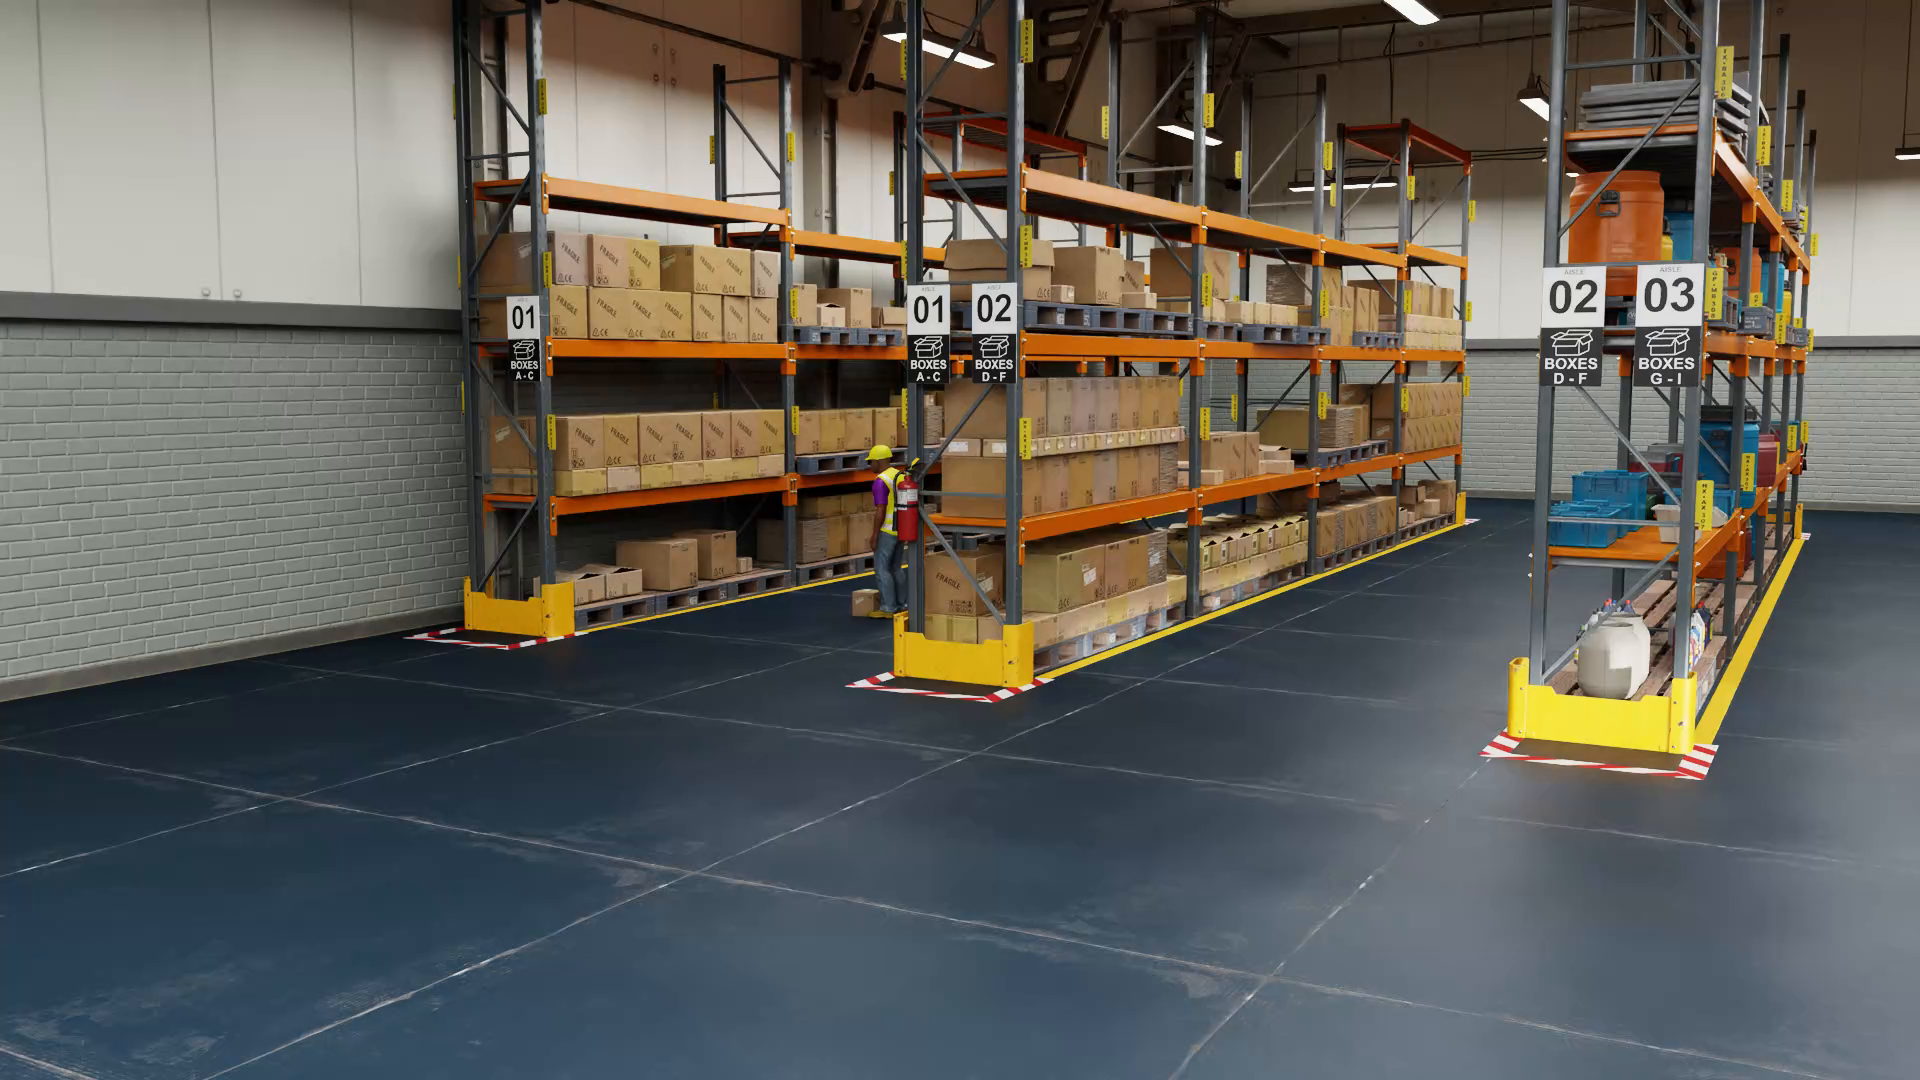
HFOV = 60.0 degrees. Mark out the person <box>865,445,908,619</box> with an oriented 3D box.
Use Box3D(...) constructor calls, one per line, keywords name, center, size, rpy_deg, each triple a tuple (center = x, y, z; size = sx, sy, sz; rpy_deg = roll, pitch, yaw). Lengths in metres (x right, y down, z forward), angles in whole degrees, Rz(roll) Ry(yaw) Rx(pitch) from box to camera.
Box3D(name="person", center=(-0.738, -0.089, 16.924), size=(0.462, 1.759, 0.633), rpy_deg=(3, 7, 25))
